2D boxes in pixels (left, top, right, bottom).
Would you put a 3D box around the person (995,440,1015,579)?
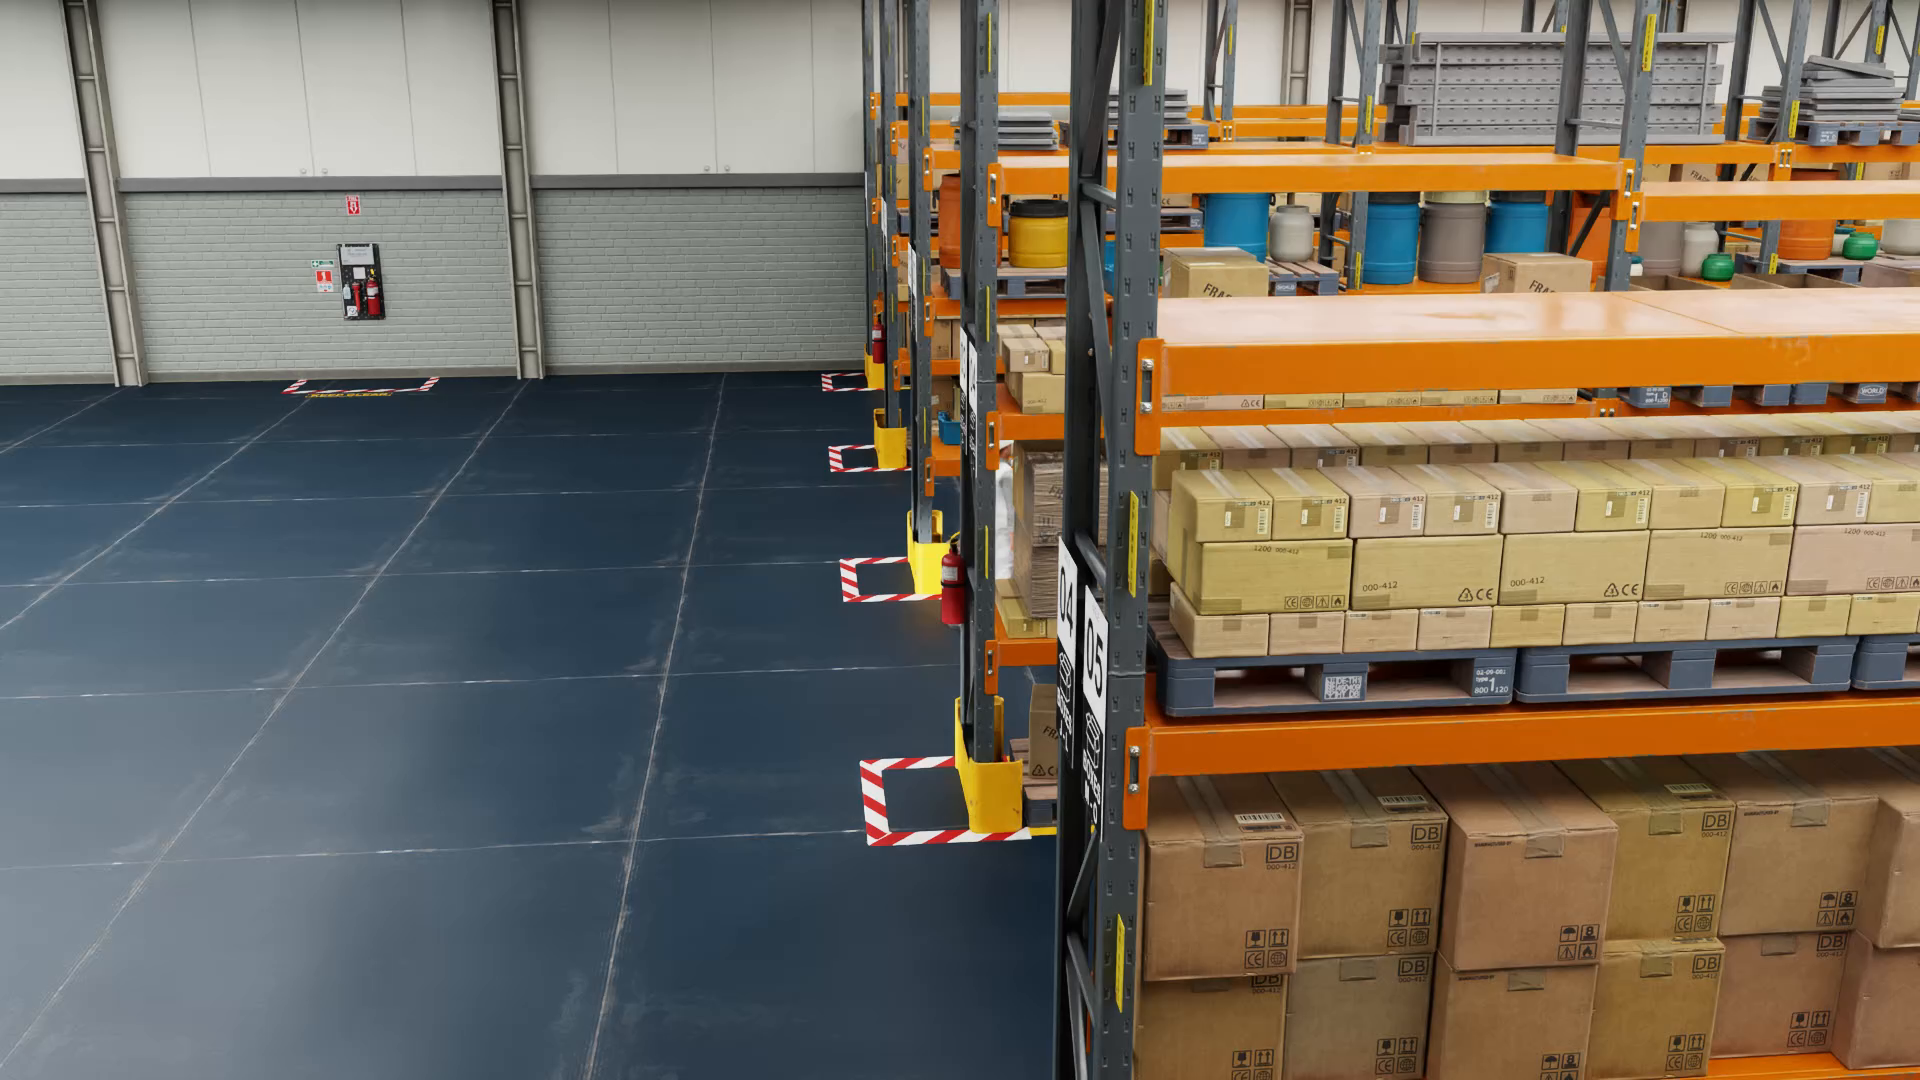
[{"bbox_3d":[0.370,-0.123,14.795,0.378,1.806,0.543,-13,21,-37],"label":"person"}]
